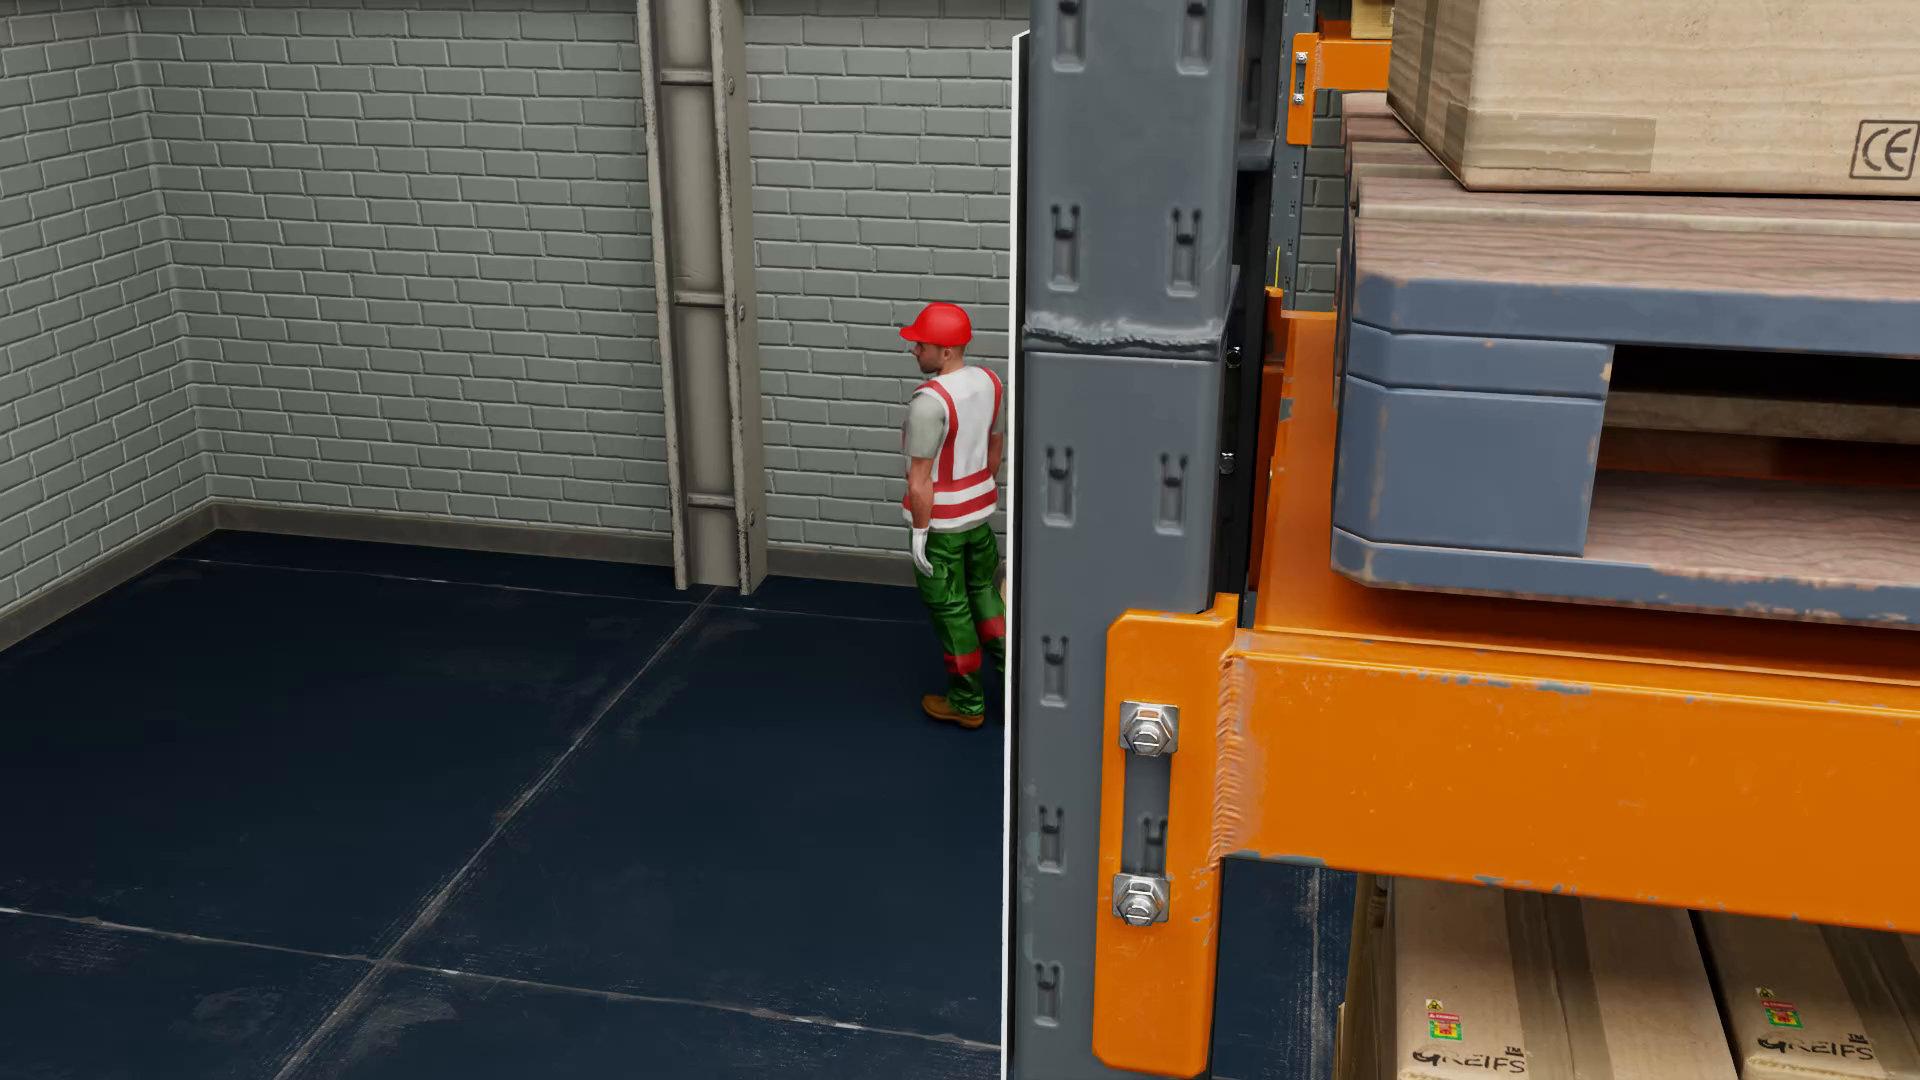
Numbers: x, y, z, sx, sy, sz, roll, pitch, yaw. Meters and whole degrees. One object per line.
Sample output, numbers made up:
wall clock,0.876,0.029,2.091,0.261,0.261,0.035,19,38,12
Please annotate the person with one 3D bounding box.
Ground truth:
person,0.037,-0.095,6.749,0.469,1.782,0.693,19,28,39
